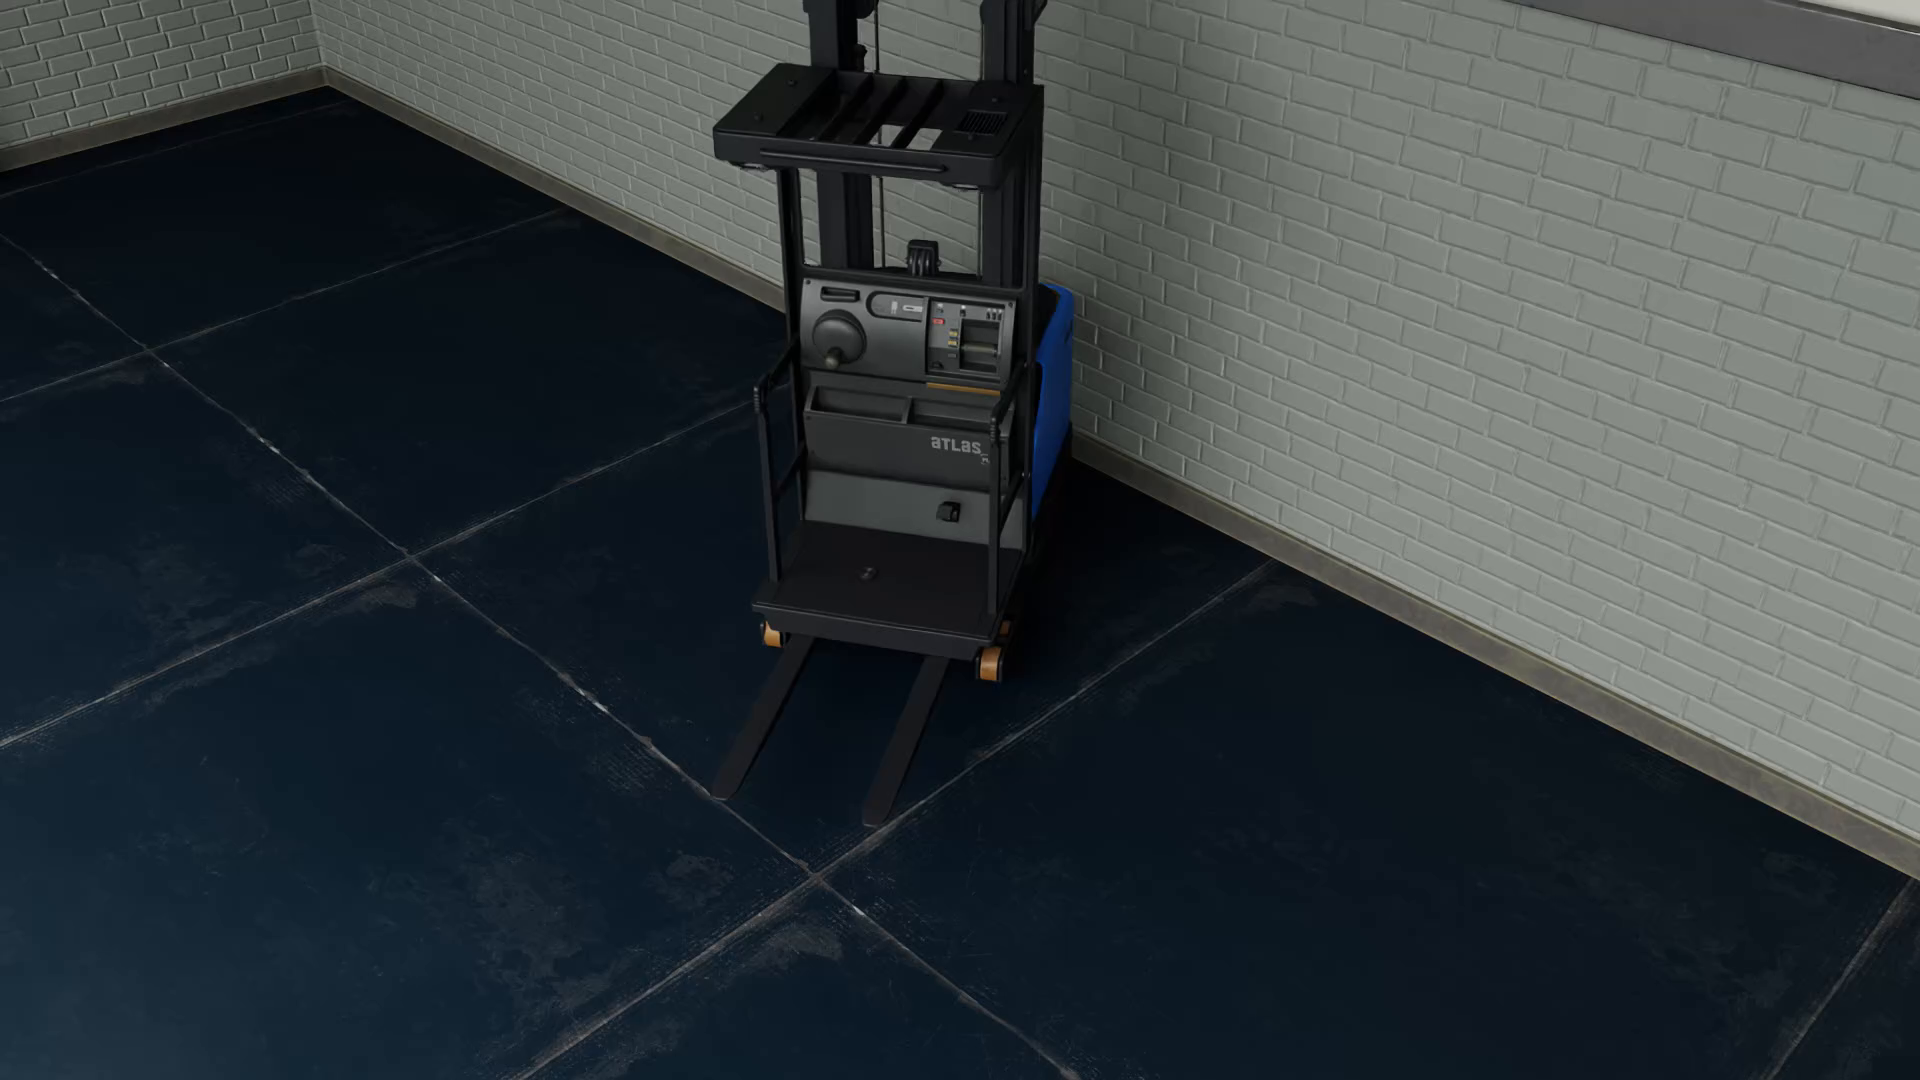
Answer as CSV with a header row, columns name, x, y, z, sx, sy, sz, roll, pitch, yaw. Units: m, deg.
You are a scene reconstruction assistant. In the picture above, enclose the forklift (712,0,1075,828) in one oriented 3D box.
name,x,y,z,sx,sy,sz,roll,pitch,yaw
forklift,-0.273,-0.818,6.861,1.130,2.935,3.031,8,36,11
